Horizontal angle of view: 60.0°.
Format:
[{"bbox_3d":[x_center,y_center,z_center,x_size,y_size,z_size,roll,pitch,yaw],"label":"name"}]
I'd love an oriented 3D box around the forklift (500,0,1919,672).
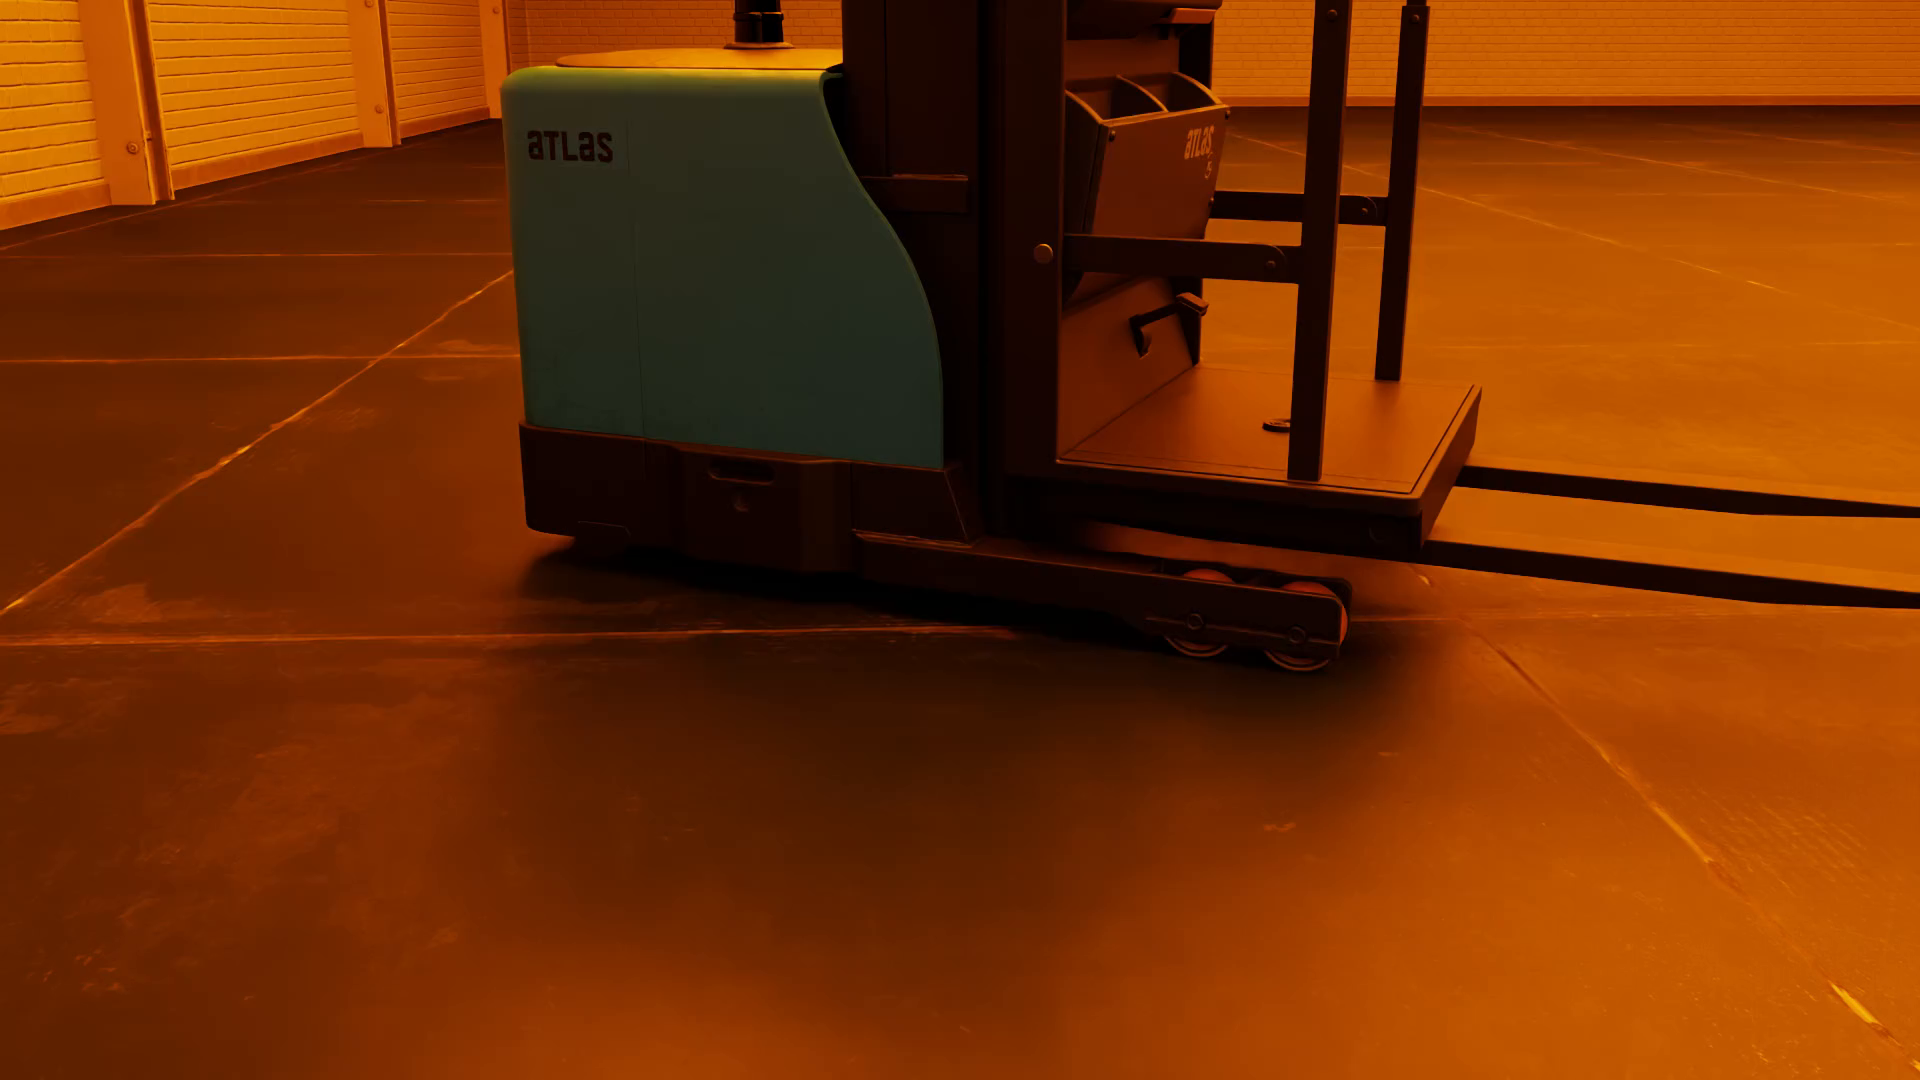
[{"bbox_3d":[0.576,-1.332,3.261,3.031,2.935,1.130,7,18,21],"label":"forklift"}]
